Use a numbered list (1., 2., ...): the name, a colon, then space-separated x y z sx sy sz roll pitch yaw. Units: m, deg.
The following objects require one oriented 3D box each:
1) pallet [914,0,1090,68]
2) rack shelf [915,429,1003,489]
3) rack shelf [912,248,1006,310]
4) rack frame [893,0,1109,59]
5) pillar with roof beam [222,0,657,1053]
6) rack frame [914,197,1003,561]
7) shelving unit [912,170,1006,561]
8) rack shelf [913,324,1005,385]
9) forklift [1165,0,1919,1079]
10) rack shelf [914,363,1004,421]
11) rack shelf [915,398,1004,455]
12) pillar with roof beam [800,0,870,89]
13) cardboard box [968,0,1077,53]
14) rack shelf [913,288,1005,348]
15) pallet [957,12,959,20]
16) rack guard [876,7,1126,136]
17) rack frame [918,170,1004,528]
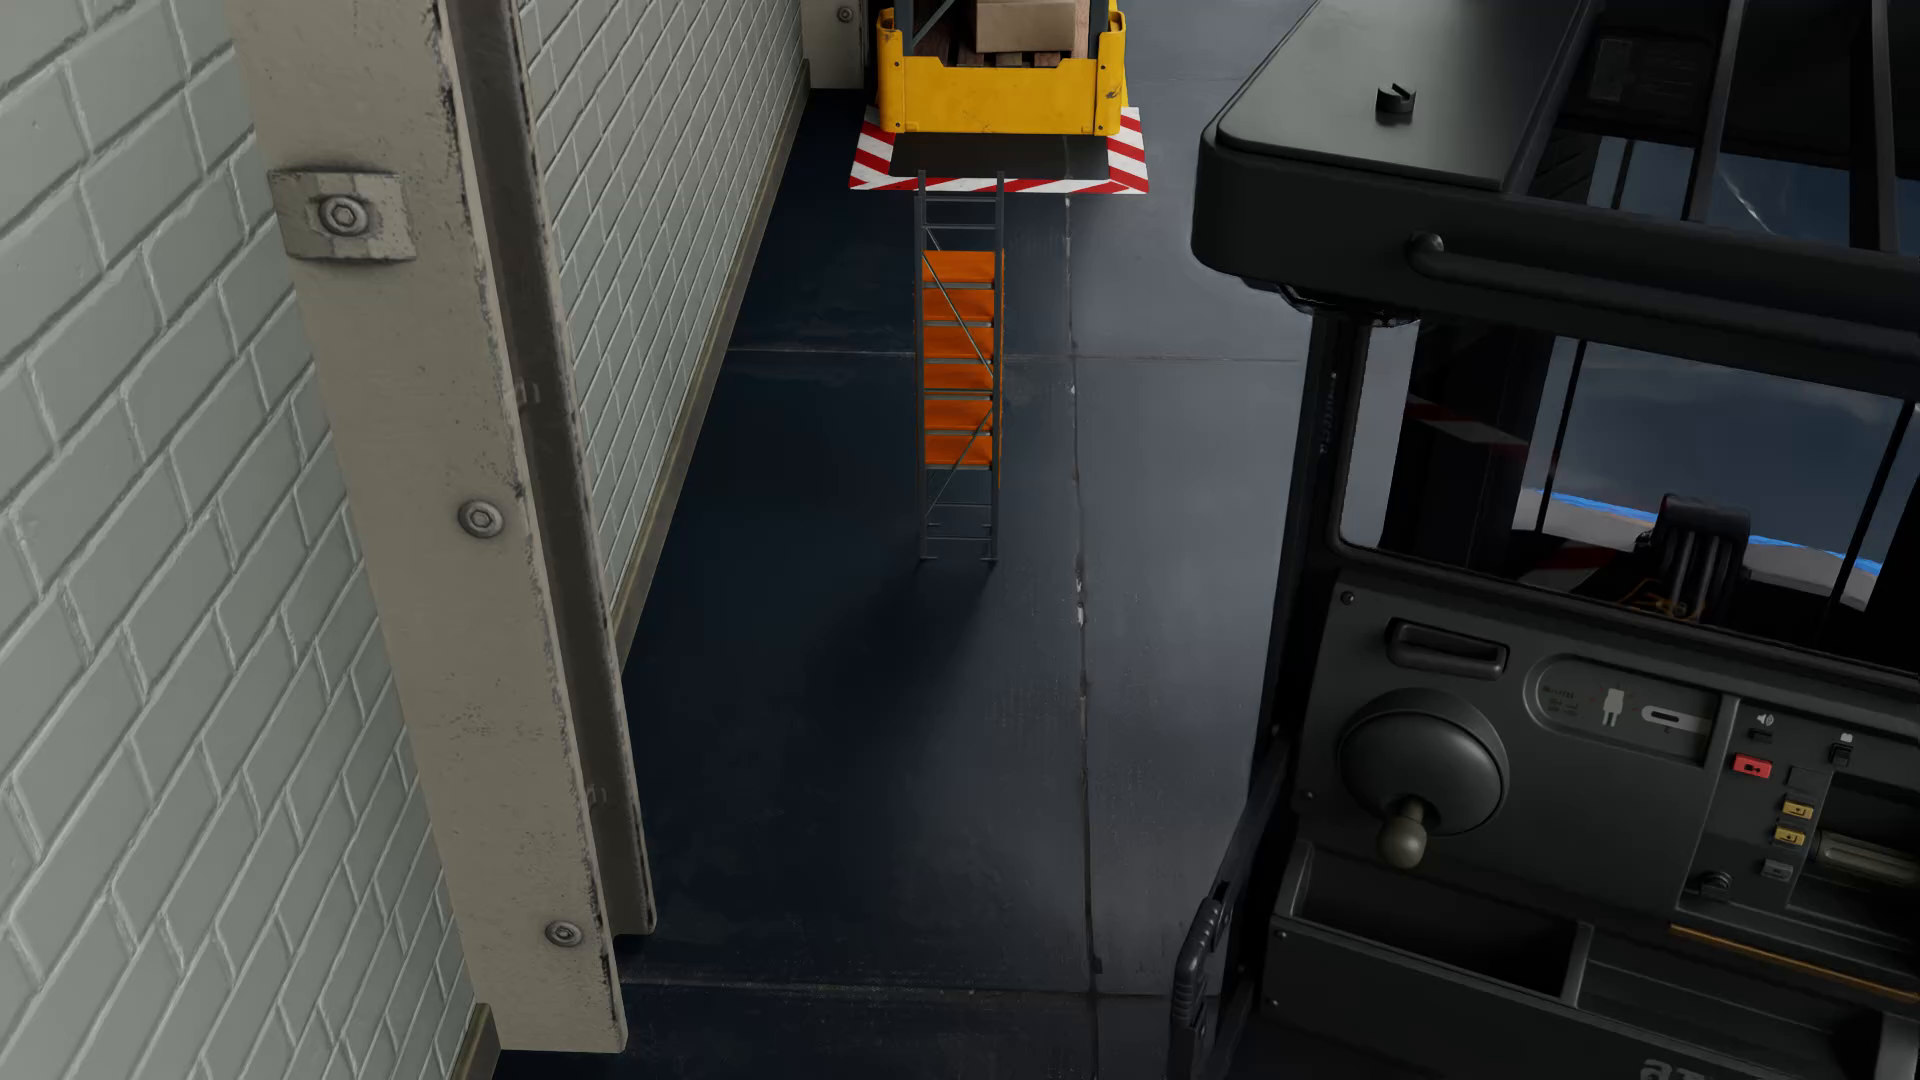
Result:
1. pallet: 0.263 -2.613 8.785 1.003 0.211 1.213 1 35 2
2. rack shelf: -0.001 -0.250 5.057 0.258 0.103 0.180 1 35 2
3. rack shelf: -0.001 -0.741 4.712 0.258 0.103 0.180 1 35 2
4. rack frame: 0.192 -3.245 7.258 1.000 3.000 0.127 1 35 2
5. pillar with roof beam: 3.417 -2.575 1.087 9.100 9.000 0.400 1 35 2
6. rack frame: -0.004 -0.430 4.818 0.240 1.200 0.006 1 35 2
7. shelving unit: -0.001 -0.483 4.893 0.258 1.200 0.189 1 35 2
8. rack shelf: -0.001 -0.544 4.850 0.258 0.103 0.180 1 35 2
9. forklift: 0.870 0.397 2.136 1.130 2.935 3.031 14 38 19
10. rack shelf: -0.001 -0.446 4.919 0.258 0.103 0.180 1 35 2
11. rack shelf: -0.001 -0.348 4.988 0.258 0.103 0.180 1 35 2
12. pillar with roof beam: 3.658 -6.022 5.992 9.100 9.000 0.400 1 35 2
13. cardboard box: 0.310 -2.720 8.467 0.500 0.311 0.500 -2 35 -3
14. rack shelf: -0.001 -0.643 4.781 0.258 0.103 0.180 1 35 2
15. pallet: 0.315 -3.312 9.780 1.003 0.211 1.213 1 35 2
16. rack guard: 0.195 -2.266 8.039 1.175 0.500 0.348 1 35 2
17. rack frame: 0.003 -0.535 4.968 0.240 1.200 0.006 1 35 2
